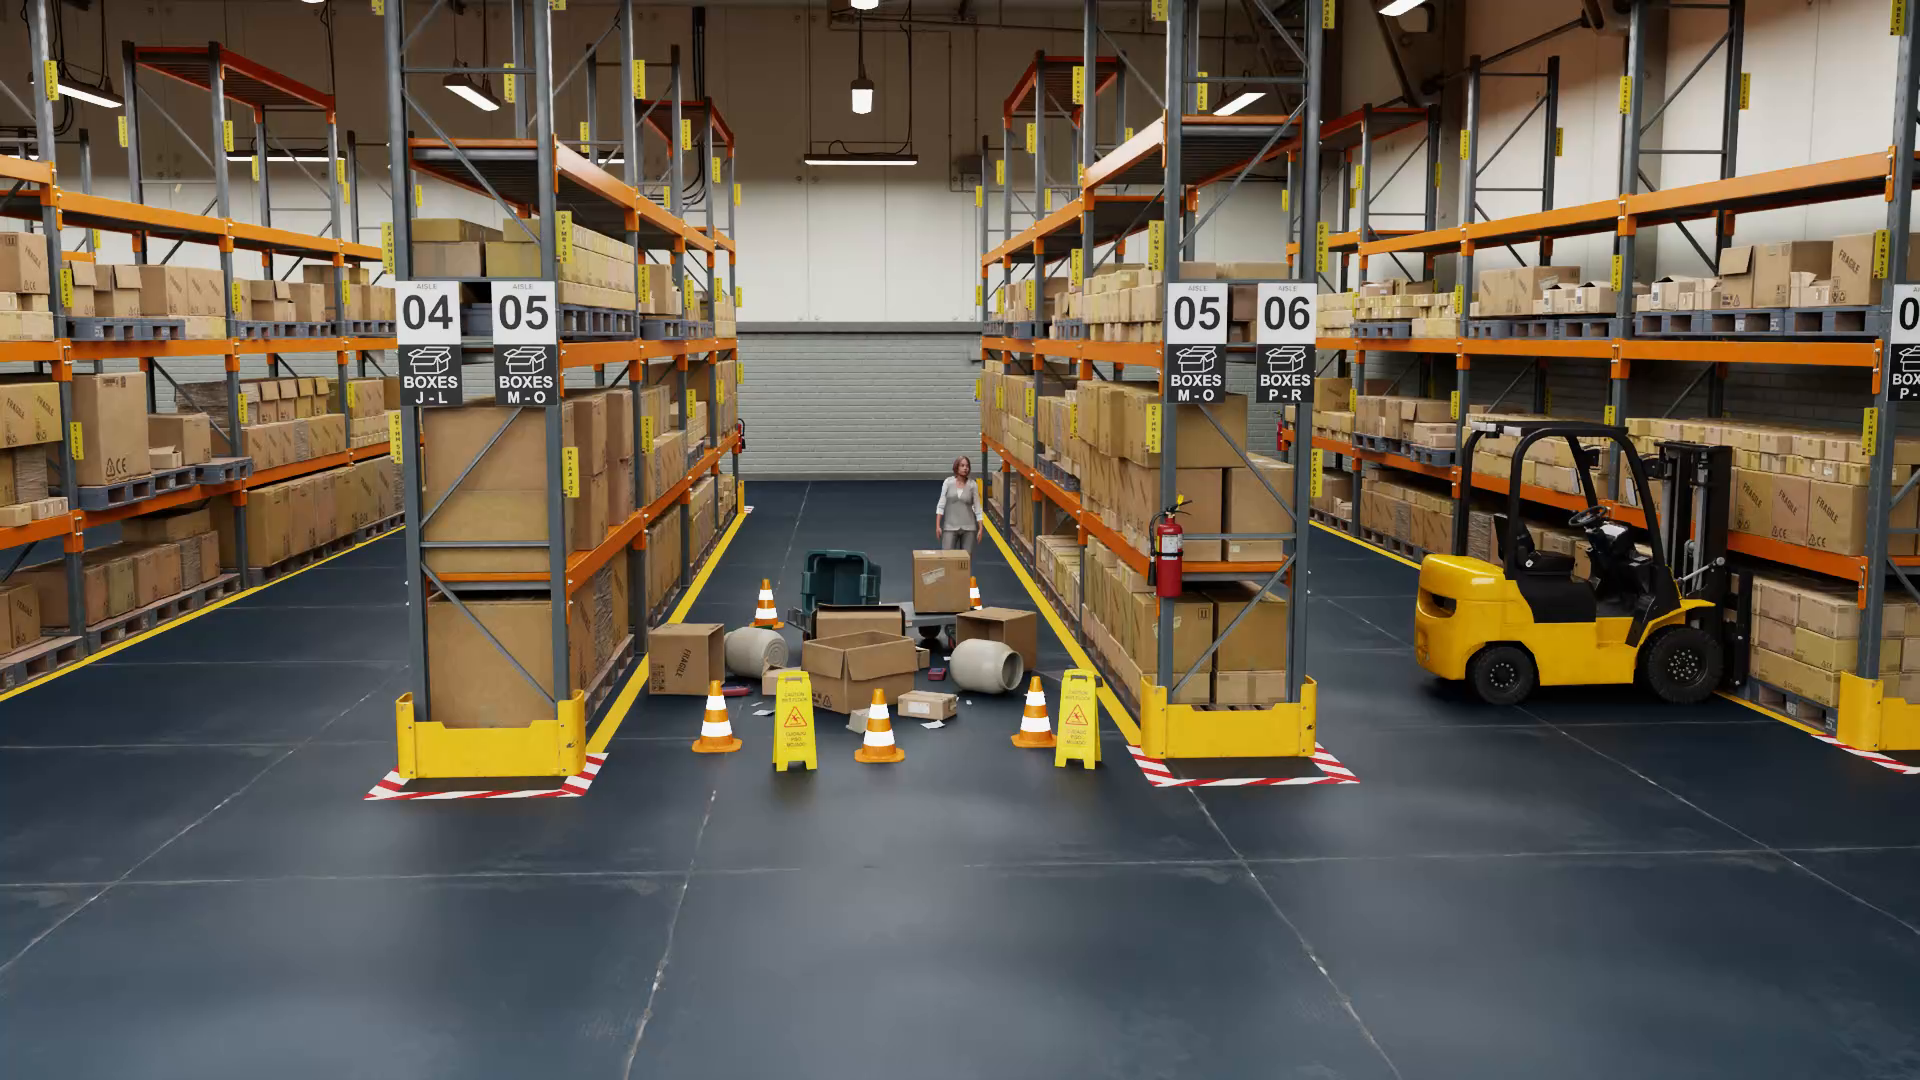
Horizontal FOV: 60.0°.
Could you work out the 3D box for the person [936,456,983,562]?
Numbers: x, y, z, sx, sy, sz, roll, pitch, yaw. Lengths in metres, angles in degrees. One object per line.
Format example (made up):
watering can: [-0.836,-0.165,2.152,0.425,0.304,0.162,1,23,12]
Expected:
person: [-0.009,-0.074,17.318,0.520,1.597,0.475,0,7,-4]
